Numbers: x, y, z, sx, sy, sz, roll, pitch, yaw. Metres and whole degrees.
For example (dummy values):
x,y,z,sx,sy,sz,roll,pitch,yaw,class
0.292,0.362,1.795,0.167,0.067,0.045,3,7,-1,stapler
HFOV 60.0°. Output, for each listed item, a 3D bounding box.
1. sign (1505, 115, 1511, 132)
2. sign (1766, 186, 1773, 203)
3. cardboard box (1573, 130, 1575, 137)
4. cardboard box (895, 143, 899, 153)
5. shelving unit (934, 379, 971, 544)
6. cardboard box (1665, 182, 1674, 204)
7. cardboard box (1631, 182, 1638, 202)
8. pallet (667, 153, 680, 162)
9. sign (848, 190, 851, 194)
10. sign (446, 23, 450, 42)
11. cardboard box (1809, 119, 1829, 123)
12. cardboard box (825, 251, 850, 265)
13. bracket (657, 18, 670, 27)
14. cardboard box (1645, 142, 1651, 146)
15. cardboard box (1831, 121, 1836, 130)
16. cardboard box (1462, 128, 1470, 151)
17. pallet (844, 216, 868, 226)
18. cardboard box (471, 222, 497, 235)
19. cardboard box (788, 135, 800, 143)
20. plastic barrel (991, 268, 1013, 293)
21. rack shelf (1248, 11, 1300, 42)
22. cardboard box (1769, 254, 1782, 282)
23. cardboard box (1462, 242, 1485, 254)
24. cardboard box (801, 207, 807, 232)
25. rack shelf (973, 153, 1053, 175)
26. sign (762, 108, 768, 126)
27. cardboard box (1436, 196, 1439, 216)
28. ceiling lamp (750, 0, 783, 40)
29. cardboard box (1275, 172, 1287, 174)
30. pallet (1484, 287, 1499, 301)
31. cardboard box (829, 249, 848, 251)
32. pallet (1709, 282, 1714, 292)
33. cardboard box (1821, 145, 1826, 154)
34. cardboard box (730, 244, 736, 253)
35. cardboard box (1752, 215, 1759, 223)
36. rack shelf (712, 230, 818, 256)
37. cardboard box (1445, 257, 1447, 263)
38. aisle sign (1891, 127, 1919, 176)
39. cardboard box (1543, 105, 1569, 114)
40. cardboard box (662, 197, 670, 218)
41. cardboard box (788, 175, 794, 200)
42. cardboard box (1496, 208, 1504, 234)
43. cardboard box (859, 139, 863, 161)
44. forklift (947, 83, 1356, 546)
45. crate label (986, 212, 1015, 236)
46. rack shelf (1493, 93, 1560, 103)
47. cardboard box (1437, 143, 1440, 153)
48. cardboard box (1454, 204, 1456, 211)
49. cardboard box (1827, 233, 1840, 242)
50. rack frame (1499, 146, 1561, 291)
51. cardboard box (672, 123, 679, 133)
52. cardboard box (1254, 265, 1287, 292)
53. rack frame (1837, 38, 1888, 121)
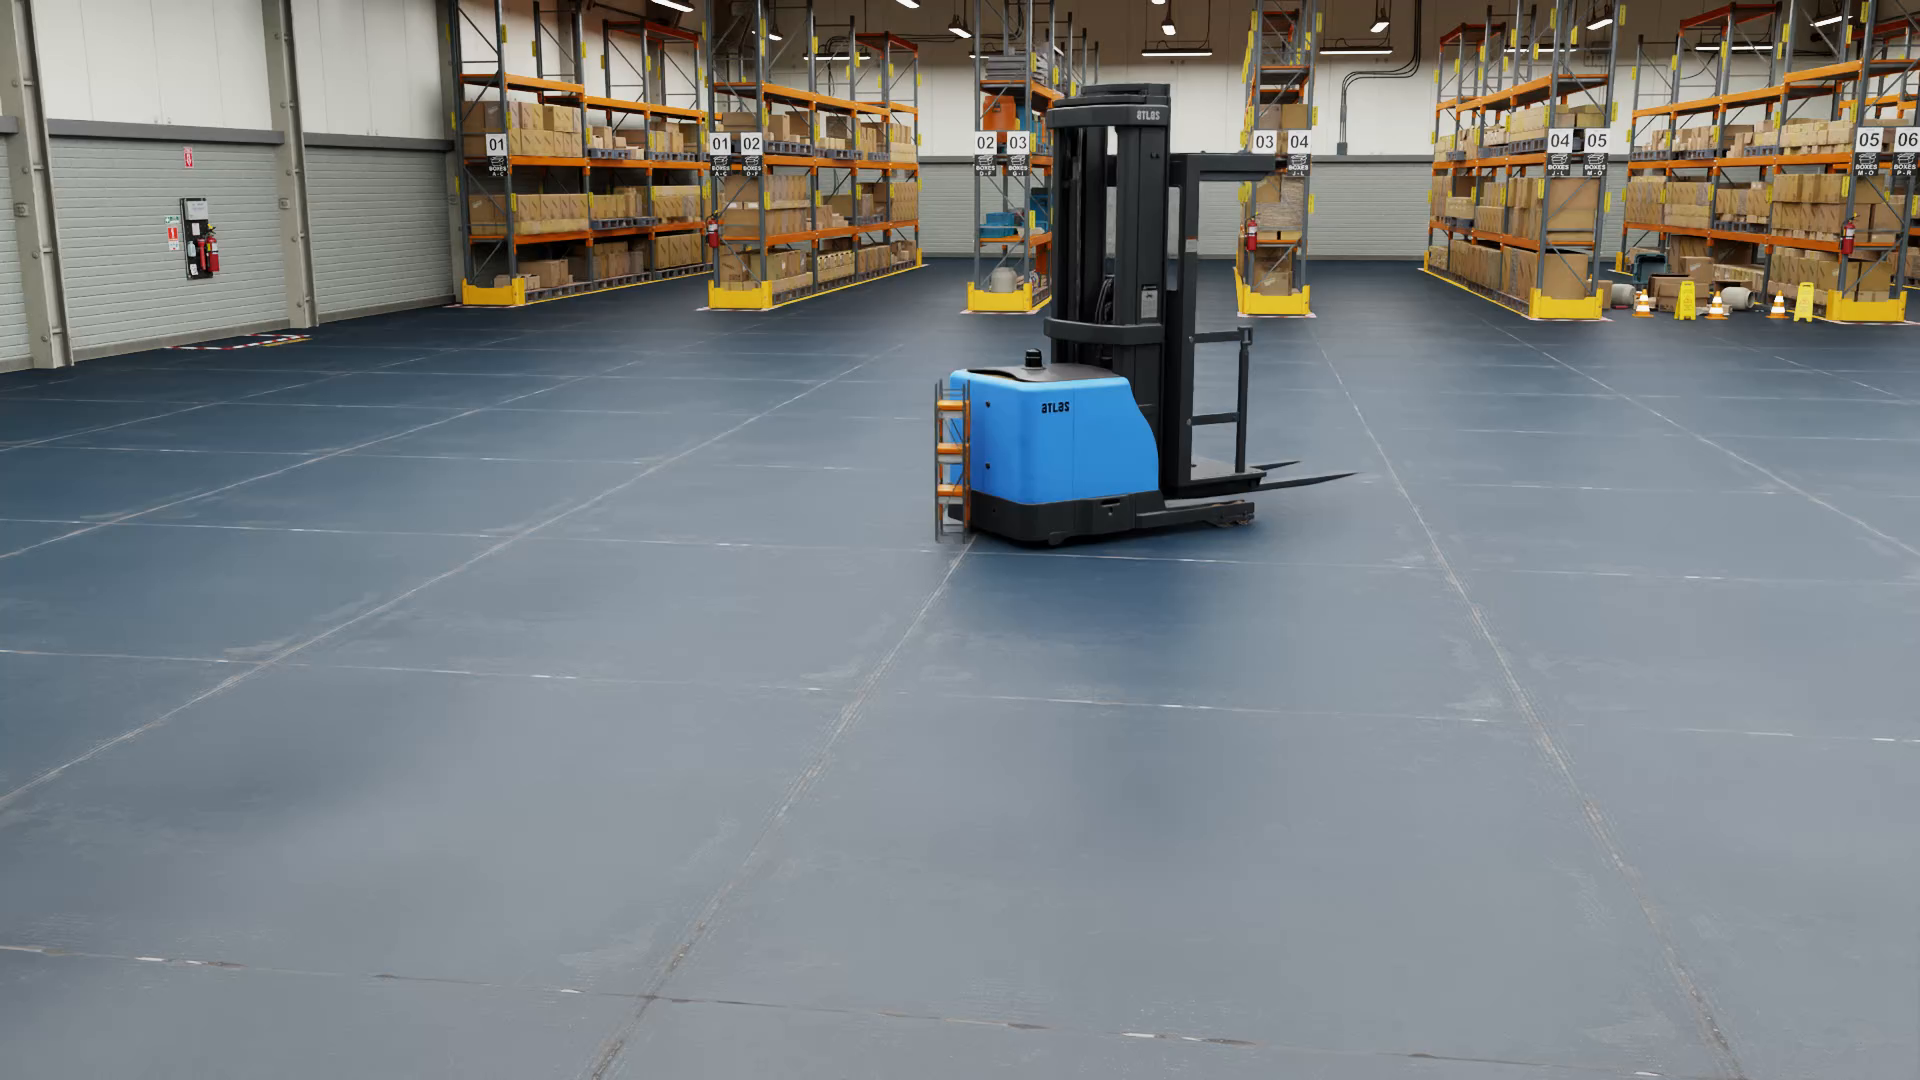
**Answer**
x,y,z,sx,sy,sz,roll,pitch,yaw,class
10.623,-8.070,32.225,0.100,0.325,0.005,2,12,9,sign
15.519,-6.625,31.868,0.100,0.325,0.005,2,12,9,sign
11.031,-7.165,29.365,0.380,0.149,0.250,2,12,9,cardboard box
-1.887,-10.185,43.183,0.500,0.250,0.500,2,12,9,cardboard box
-0.048,-0.516,10.894,0.215,1.050,0.252,1,12,6,shelving unit
16.946,-8.163,39.140,0.500,0.500,0.500,2,12,9,cardboard box
17.485,-8.879,42.464,0.500,0.500,0.500,2,12,7,cardboard box
-7.577,-9.420,40.912,1.003,0.211,1.213,2,12,11,pallet
-2.819,-8.789,42.603,0.100,0.325,0.005,2,12,9,sign
-9.568,-9.501,31.126,0.100,0.325,0.005,2,12,9,sign
16.620,-8.098,32.500,0.500,0.250,0.500,2,12,7,cardboard box
-2.808,-6.428,37.897,0.500,0.311,0.500,2,12,8,cardboard box
-7.637,-13.278,42.702,0.235,0.232,0.430,2,12,9,bracket
17.933,-10.091,42.698,0.500,0.250,0.500,1,12,3,cardboard box
15.446,-7.231,29.009,0.380,0.149,0.250,2,12,9,cardboard box
12.024,-9.252,38.440,0.797,0.503,0.637,2,12,8,cardboard box
-2.862,-7.567,39.442,1.213,0.211,1.003,2,12,9,pallet
-9.142,-6.052,32.265,0.500,0.250,0.500,2,12,9,cardboard box
-3.428,-8.042,33.338,0.380,0.149,0.250,2,12,9,cardboard box
0.792,-4.820,31.146,0.421,0.512,0.421,0,12,0,plastic barrel
7.198,-11.818,38.289,1.077,0.370,4.000,2,12,9,rack shelf
15.710,-5.156,31.547,0.500,0.500,0.500,2,12,11,cardboard box
11.689,-6.620,37.750,0.500,0.250,0.500,2,12,9,cardboard box
-3.574,-6.641,34.453,0.700,0.500,0.500,2,12,7,cardboard box
1.074,-7.222,31.972,1.077,0.370,4.000,2,12,9,rack shelf
-3.580,-7.765,30.523,0.100,0.325,0.005,2,12,9,sign
12.520,-8.575,42.722,0.500,0.500,0.500,2,12,9,cardboard box
-4.533,-14.032,40.886,0.800,3.185,2.000,2,12,9,ceiling lamp
6.536,-7.023,34.039,1.000,1.000,1.000,2,12,9,cardboard box
11.205,-4.981,33.607,1.003,0.211,1.213,2,12,9,pallet
-2.985,-6.713,39.912,0.500,0.500,0.500,2,12,11,cardboard box
16.561,-5.349,35.313,1.003,0.211,1.213,2,12,9,pallet
15.456,-6.902,29.376,0.380,0.149,0.250,2,12,7,cardboard box
-6.648,-8.073,46.270,0.700,0.500,0.500,2,12,8,cardboard box
15.936,-6.350,32.937,0.380,0.149,0.250,2,12,8,cardboard box
-3.820,-5.917,33.037,1.077,0.370,4.000,2,12,9,rack shelf
12.126,-6.880,40.861,0.380,0.149,0.250,2,12,10,cardboard box
15.749,-6.457,27.666,0.394,0.787,0.004,2,12,9,aisle sign
10.262,-7.417,28.641,0.380,0.149,0.250,2,12,9,cardboard box
-7.375,-8.083,40.389,0.500,0.500,0.500,2,12,11,cardboard box
-3.728,-7.066,33.344,0.700,0.500,0.500,2,12,9,cardboard box
10.977,-6.348,33.090,0.500,0.500,0.500,2,12,8,cardboard box
-2.785,-9.231,39.349,0.910,0.500,0.500,2,12,9,cardboard box
1.444,-1.604,11.477,3.031,2.935,1.130,-7,14,-30,forklift
0.782,-6.100,32.096,0.502,0.435,0.616,2,12,9,crate label
11.469,-9.079,33.954,0.919,0.124,3.809,2,12,9,rack shelf
12.603,-10.125,42.905,0.500,0.250,0.500,2,12,8,cardboard box
11.638,-7.682,38.412,0.380,0.149,0.250,2,12,8,cardboard box
15.228,-5.228,28.727,0.380,0.149,0.250,2,12,8,cardboard box
11.161,-6.181,32.557,1.000,3.000,0.127,2,12,9,rack frame
-7.442,-10.428,42.079,0.500,0.250,0.500,3,12,13,cardboard box
6.094,-5.145,32.684,0.500,0.500,0.500,6,14,27,cardboard box
22.818,-11.313,42.126,1.000,3.000,0.127,2,12,9,rack frame
